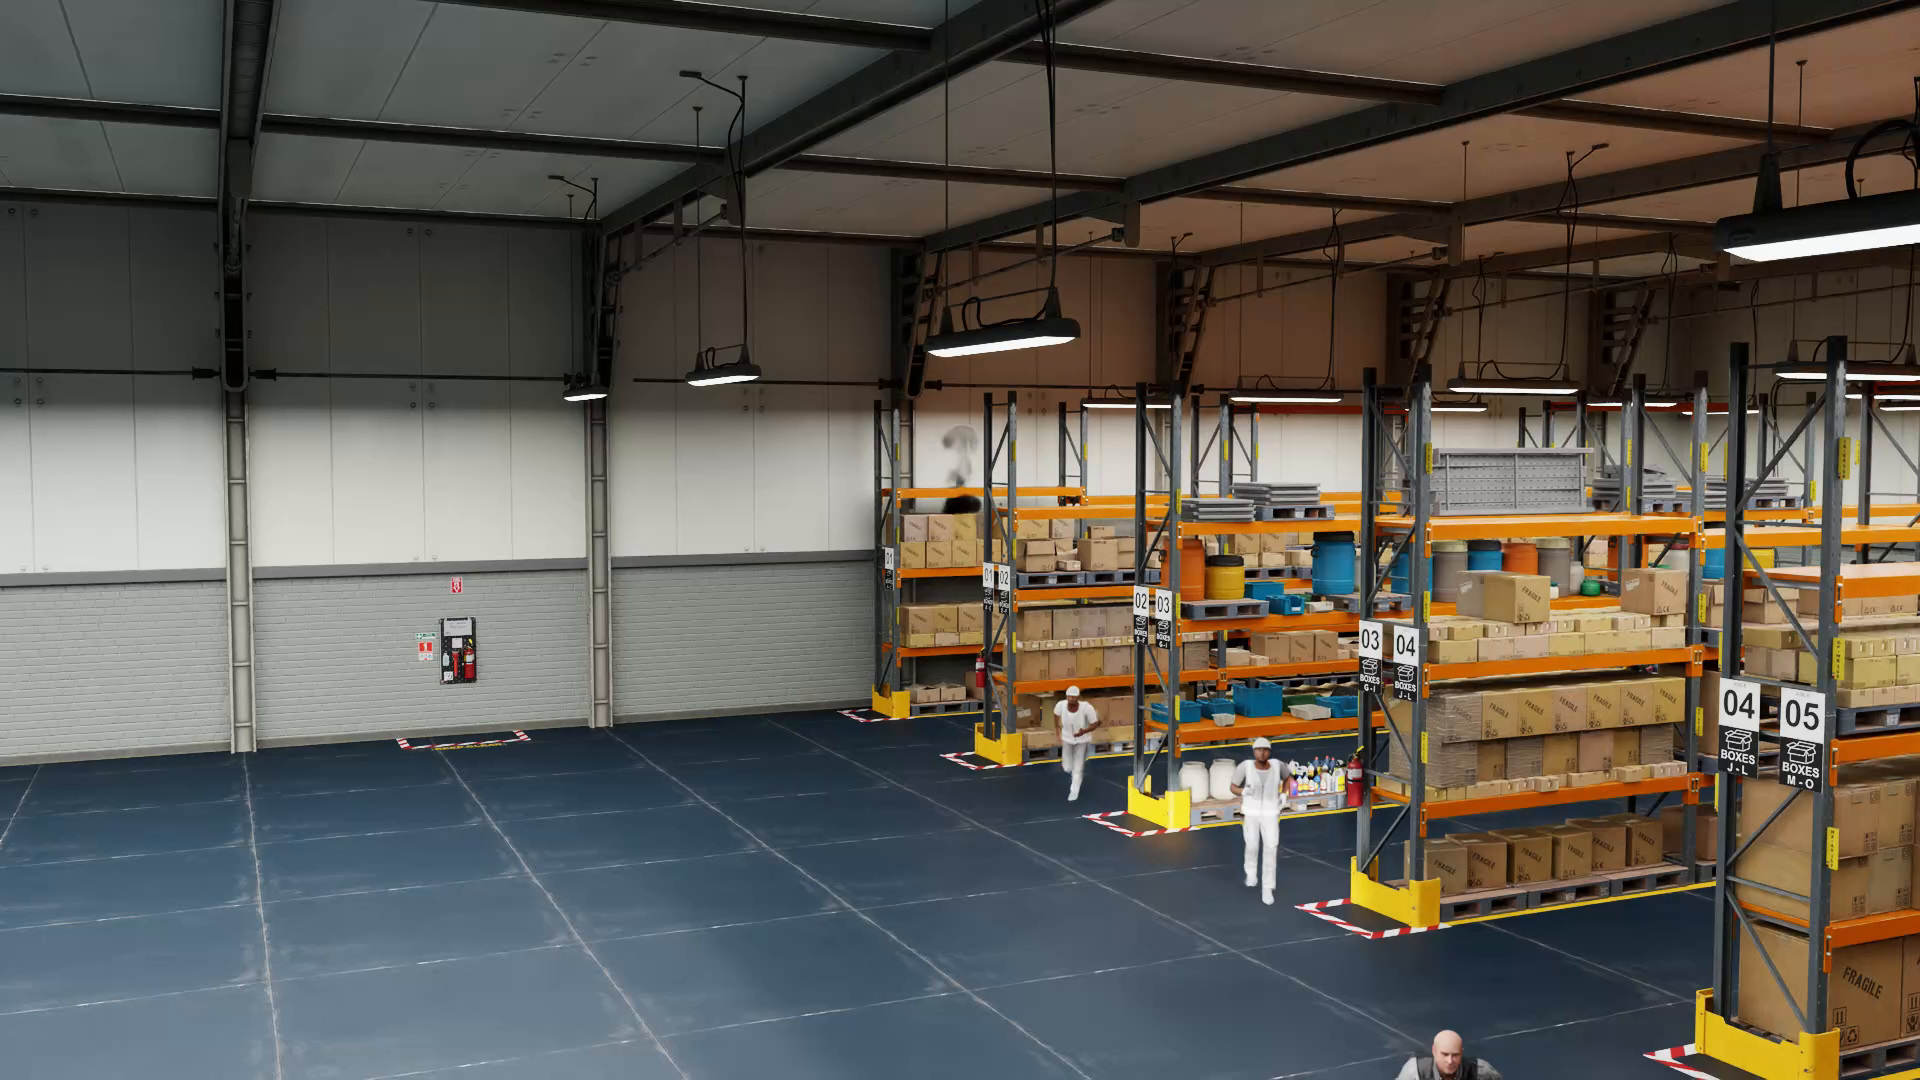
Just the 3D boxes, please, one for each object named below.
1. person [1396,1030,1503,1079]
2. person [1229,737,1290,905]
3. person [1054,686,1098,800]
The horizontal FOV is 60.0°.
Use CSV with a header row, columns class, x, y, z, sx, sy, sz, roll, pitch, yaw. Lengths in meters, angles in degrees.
class,x,y,z,sx,sy,sz,roll,pitch,yaw
person,3.010,3.755,10.336,0.686,1.679,0.995,0,3,9
person,3.413,3.136,18.914,0.698,1.795,0.953,0,3,8
person,1.662,2.933,24.101,0.689,1.684,0.735,1,3,14
